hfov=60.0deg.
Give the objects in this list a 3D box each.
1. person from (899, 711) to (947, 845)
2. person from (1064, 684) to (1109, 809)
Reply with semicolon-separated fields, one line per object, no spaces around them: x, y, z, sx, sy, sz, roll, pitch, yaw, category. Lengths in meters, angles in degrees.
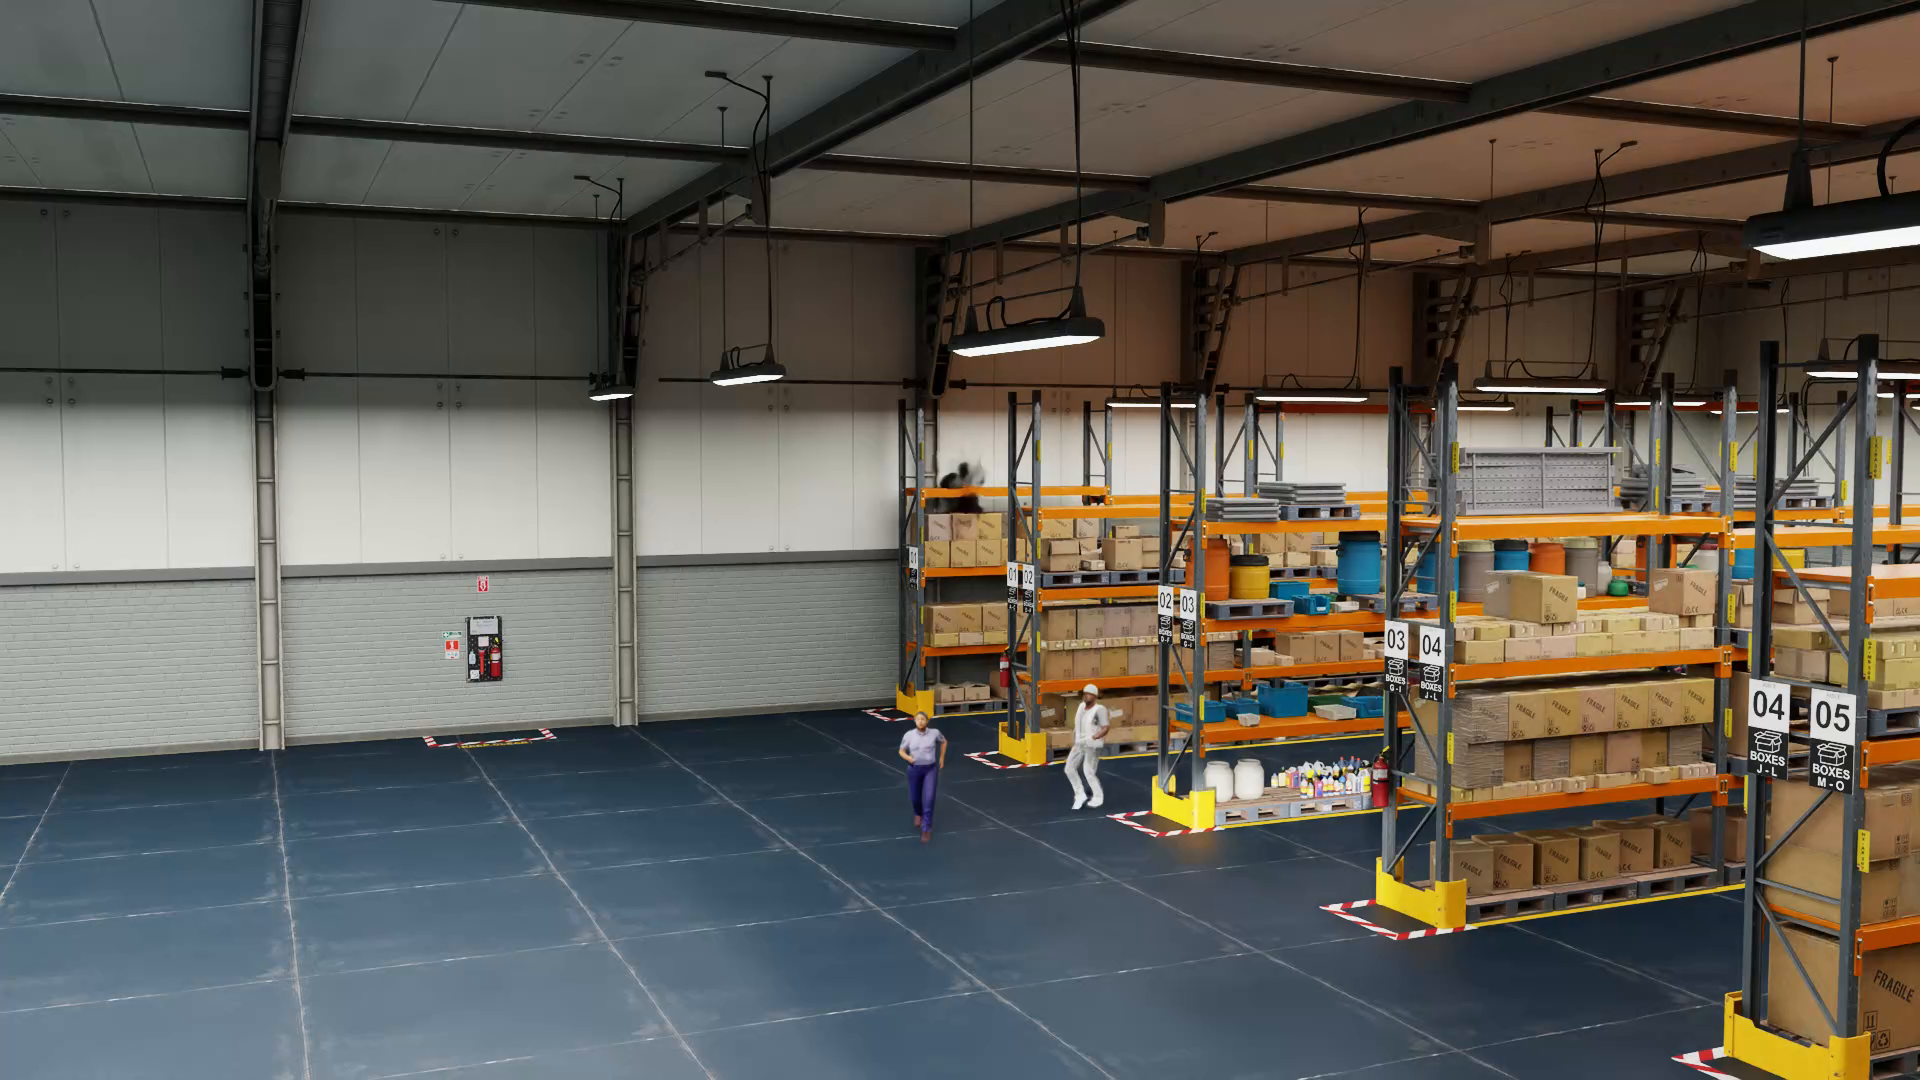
-0.491;3.069;21.785;0.616;1.663;0.945;0;3;3;person
1.786;2.937;23.438;0.570;1.820;0.730;-3;4;-37;person
